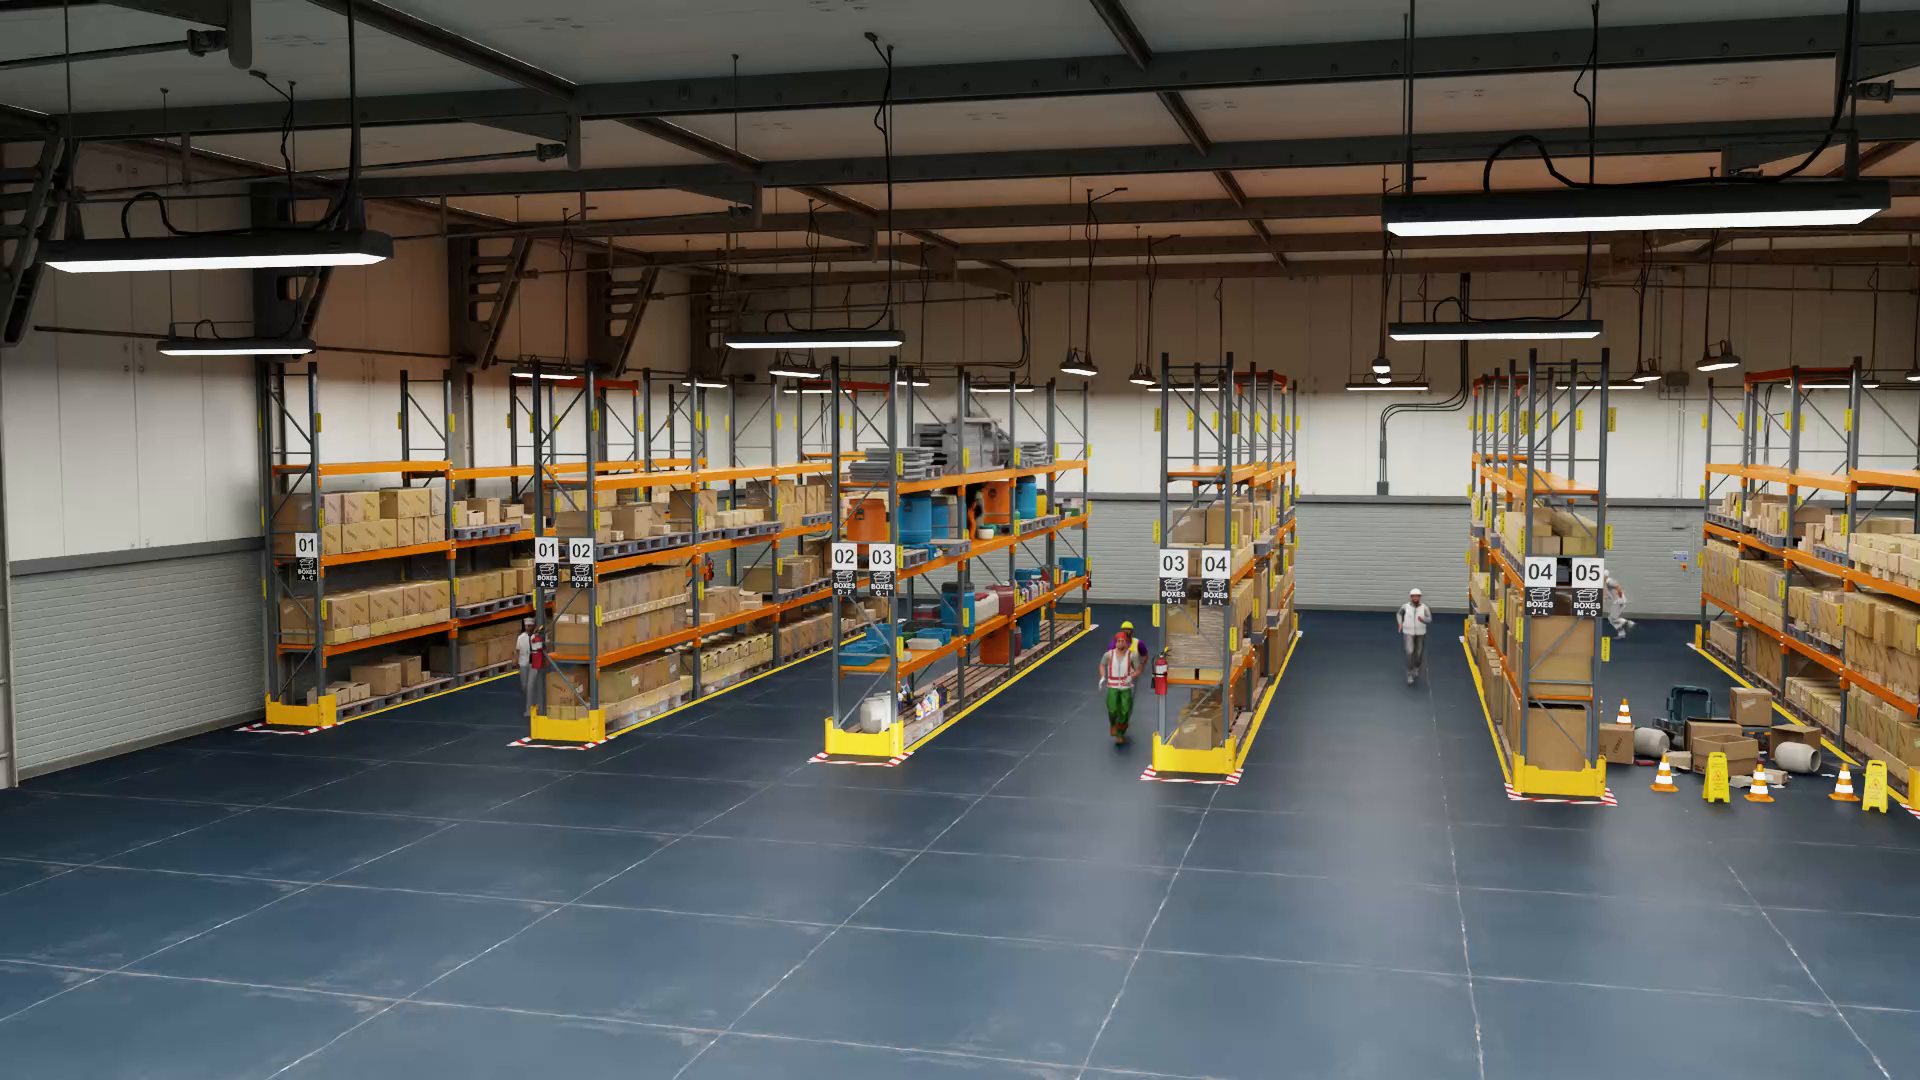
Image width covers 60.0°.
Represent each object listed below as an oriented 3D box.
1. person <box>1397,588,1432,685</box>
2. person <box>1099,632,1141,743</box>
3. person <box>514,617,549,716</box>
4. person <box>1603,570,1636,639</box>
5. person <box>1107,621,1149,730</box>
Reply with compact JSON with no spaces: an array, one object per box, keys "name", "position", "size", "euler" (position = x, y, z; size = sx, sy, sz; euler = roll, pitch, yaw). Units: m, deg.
[{"name":"person","position":[8.799,1.843,32.199],"size":[0.633,1.822,0.825],"euler":[1,4,8]},{"name":"person","position":[2.484,2.308,25.854],"size":[0.651,1.739,0.583],"euler":[0,4,7]},{"name":"person","position":[-7.400,2.166,28.730],"size":[0.577,1.675,0.711],"euler":[0,4,4]},{"name":"person","position":[15.205,1.502,38.517],"size":[0.896,1.620,0.680],"euler":[1,4,17]},{"name":"person","position":[2.727,2.194,27.142],"size":[0.700,1.737,0.801],"euler":[0,4,6]}]
